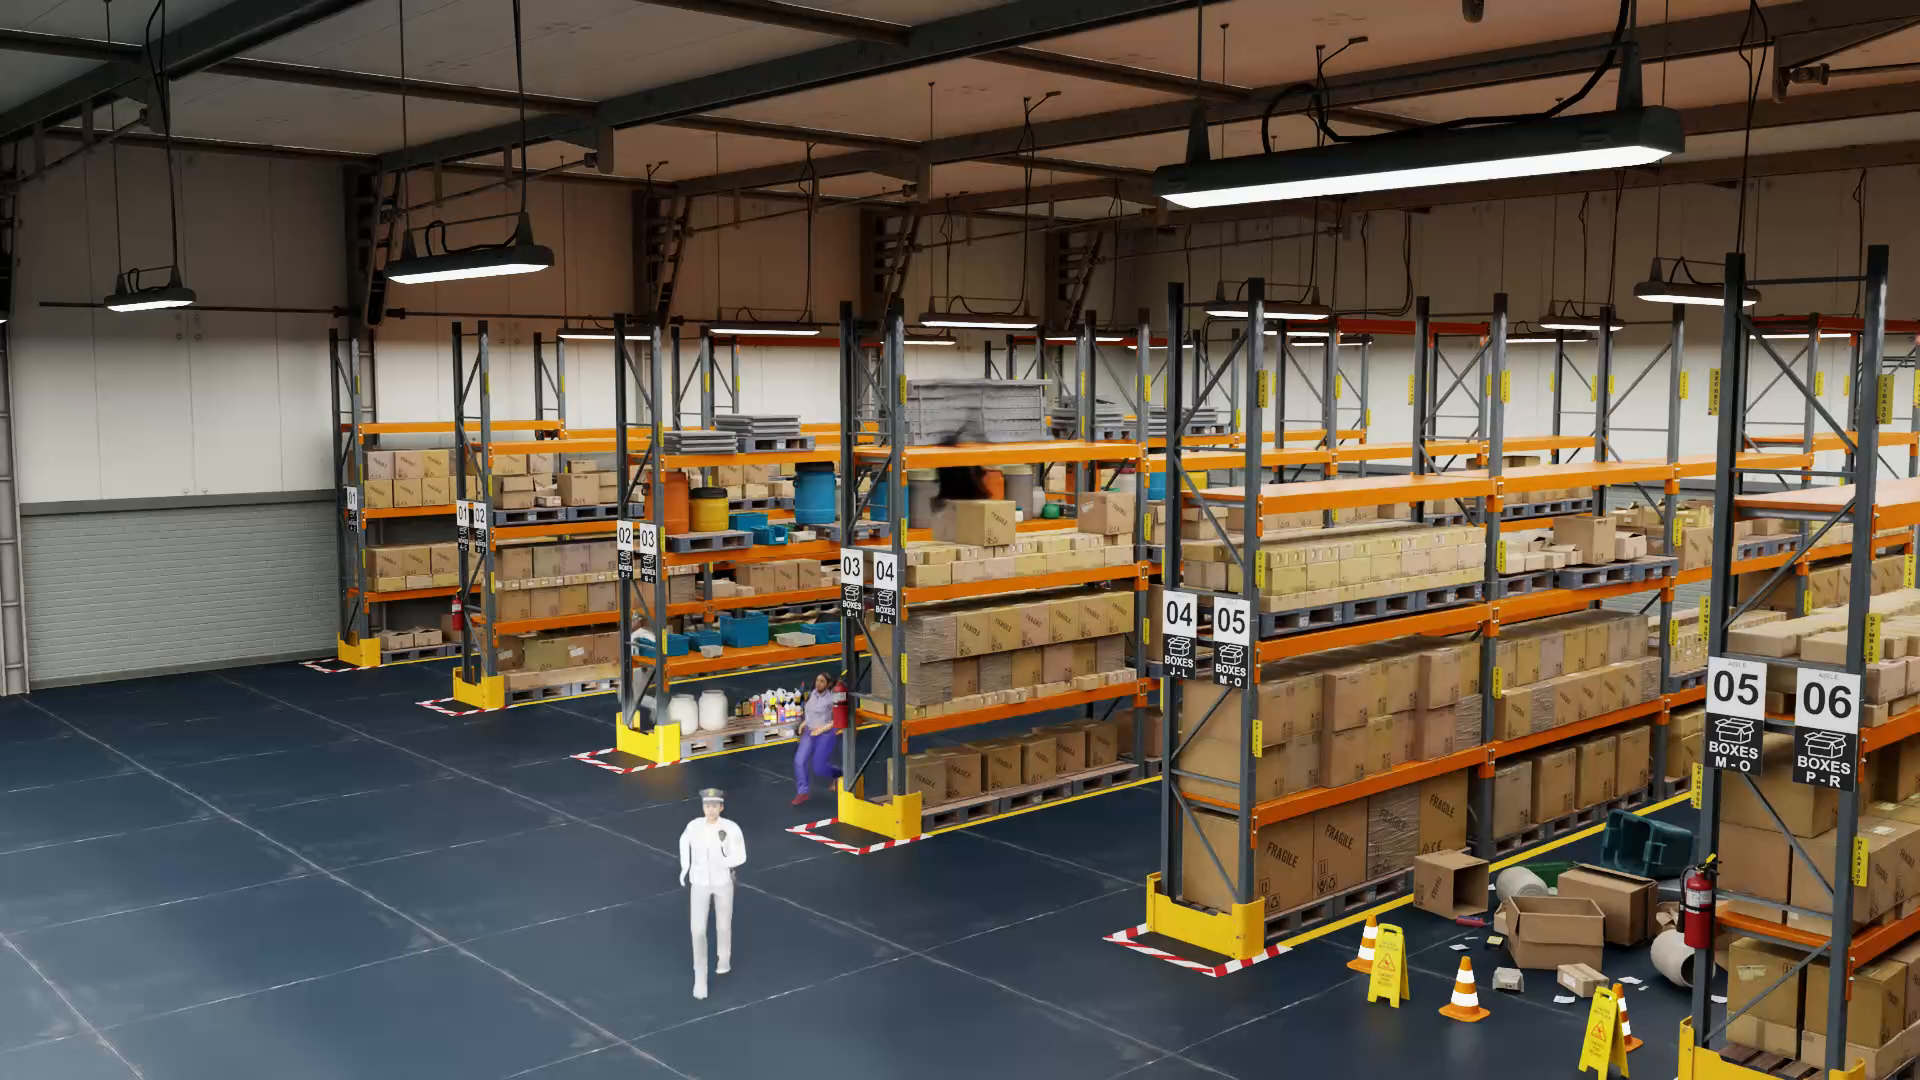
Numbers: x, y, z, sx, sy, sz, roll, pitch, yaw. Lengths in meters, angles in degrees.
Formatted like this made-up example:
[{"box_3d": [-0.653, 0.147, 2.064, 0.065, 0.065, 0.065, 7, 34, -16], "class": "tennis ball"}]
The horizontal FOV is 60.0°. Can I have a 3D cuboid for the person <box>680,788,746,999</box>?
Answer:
[{"box_3d": [-2.090, 2.943, 14.043, 0.584, 1.745, 0.747, 0, 6, -3], "class": "person"}]

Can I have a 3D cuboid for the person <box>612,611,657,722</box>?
[{"box_3d": [-4.756, 1.888, 24.411, 0.664, 1.733, 0.610, 4, 7, 37], "class": "person"}]

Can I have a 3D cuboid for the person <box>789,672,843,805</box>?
[{"box_3d": [-1.678, 2.403, 20.151, 0.652, 1.615, 0.723, 5, 8, 41], "class": "person"}]
